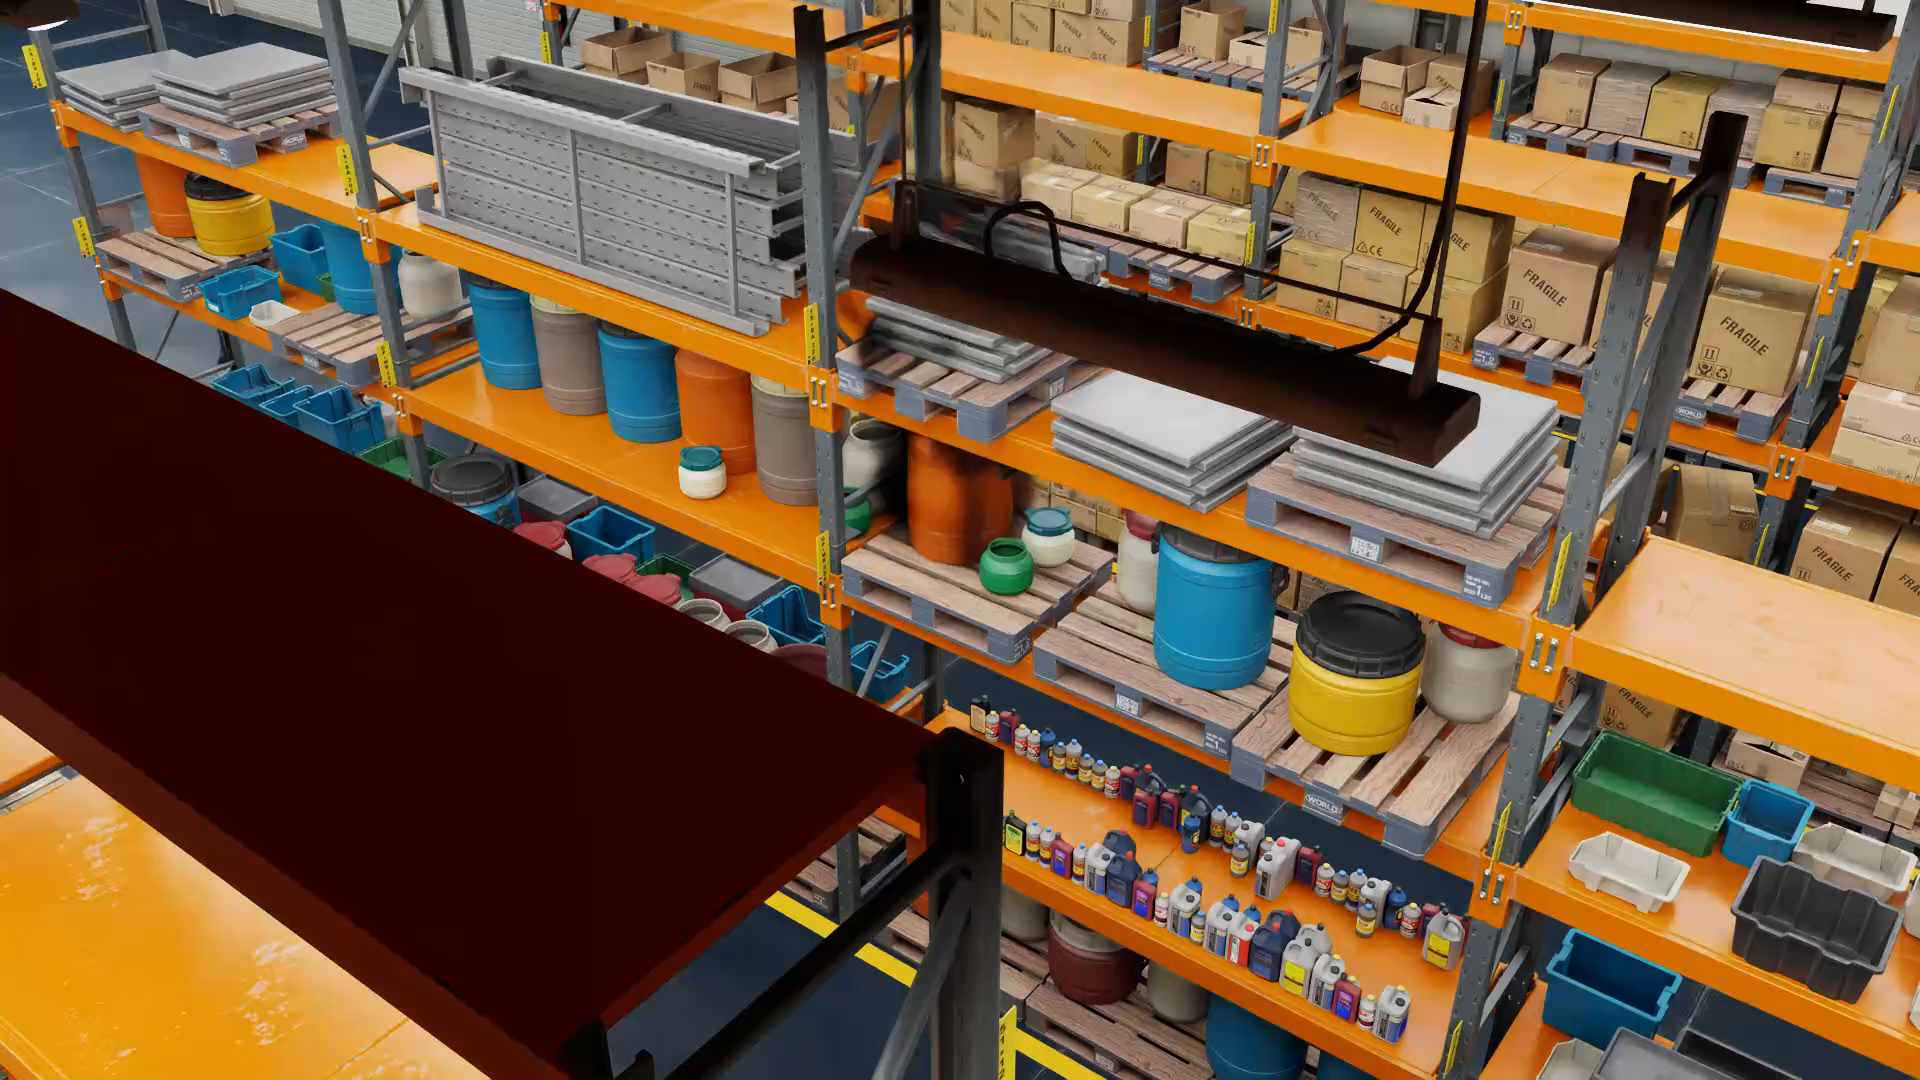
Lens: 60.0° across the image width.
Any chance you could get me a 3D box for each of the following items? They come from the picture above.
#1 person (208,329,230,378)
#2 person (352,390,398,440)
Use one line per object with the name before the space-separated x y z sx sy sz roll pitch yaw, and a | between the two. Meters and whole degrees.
person | -7.812 -2.568 17.957 0.925 1.594 0.564 -18 36 -27
person | -5.416 -1.244 15.631 0.702 1.793 0.637 13 34 21
